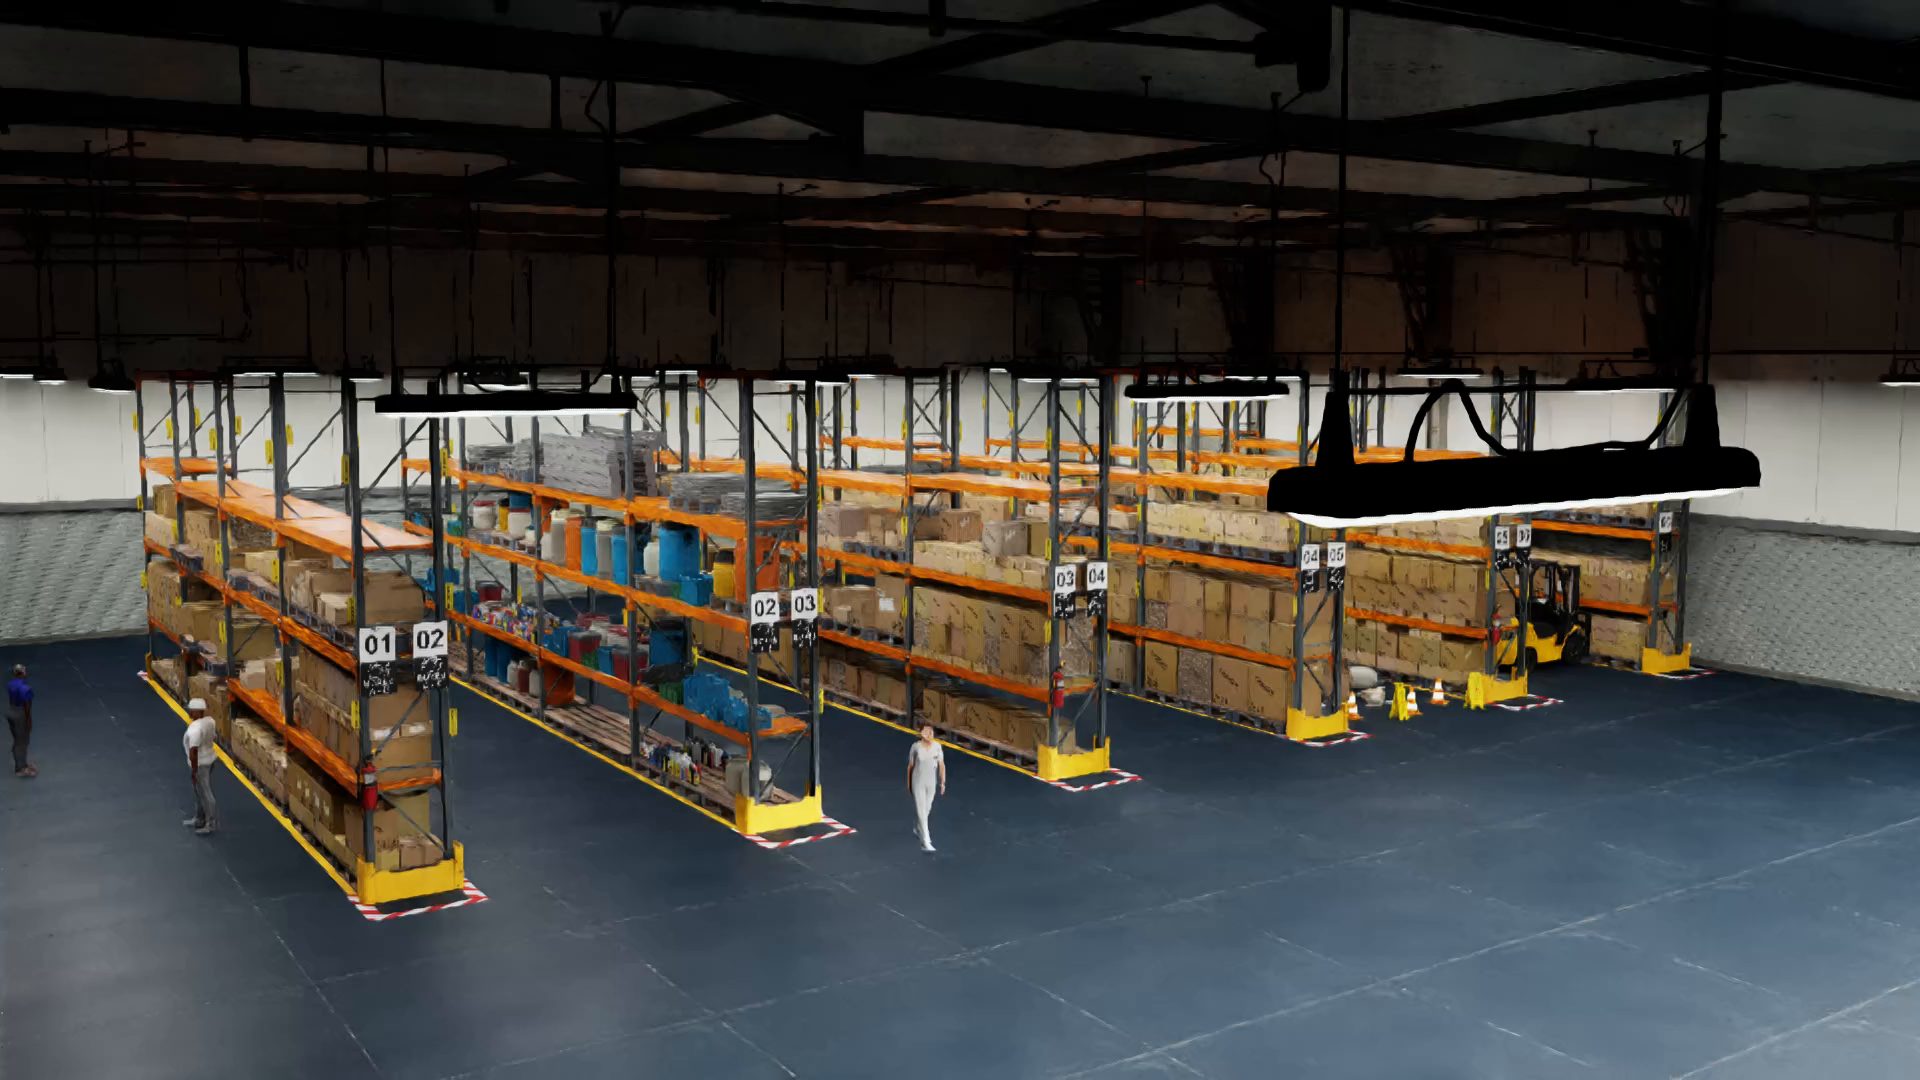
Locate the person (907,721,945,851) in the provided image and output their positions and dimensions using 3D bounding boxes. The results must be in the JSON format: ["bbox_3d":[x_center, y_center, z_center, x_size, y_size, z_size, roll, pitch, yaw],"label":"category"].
[{"bbox_3d":[-0.422,3.113,21.328,0.446,1.601,1.006,-3,7,-24],"label":"person"}]

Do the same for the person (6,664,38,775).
[{"bbox_3d":[-14.085,2.674,25.003,0.545,1.661,0.443,4,8,33],"label":"person"}]

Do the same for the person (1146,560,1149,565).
[{"bbox_3d":[4.017,1.306,36.638,0.581,1.768,0.640,-1,7,-11],"label":"person"}]

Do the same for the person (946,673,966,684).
[{"bbox_3d":[-0.024,1.998,31.706,0.566,1.541,0.519,-5,8,-36],"label":"person"}]

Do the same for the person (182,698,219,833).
[{"bbox_3d":[-10.113,2.957,22.055,0.567,1.759,0.703,0,6,-4],"label":"person"}]
